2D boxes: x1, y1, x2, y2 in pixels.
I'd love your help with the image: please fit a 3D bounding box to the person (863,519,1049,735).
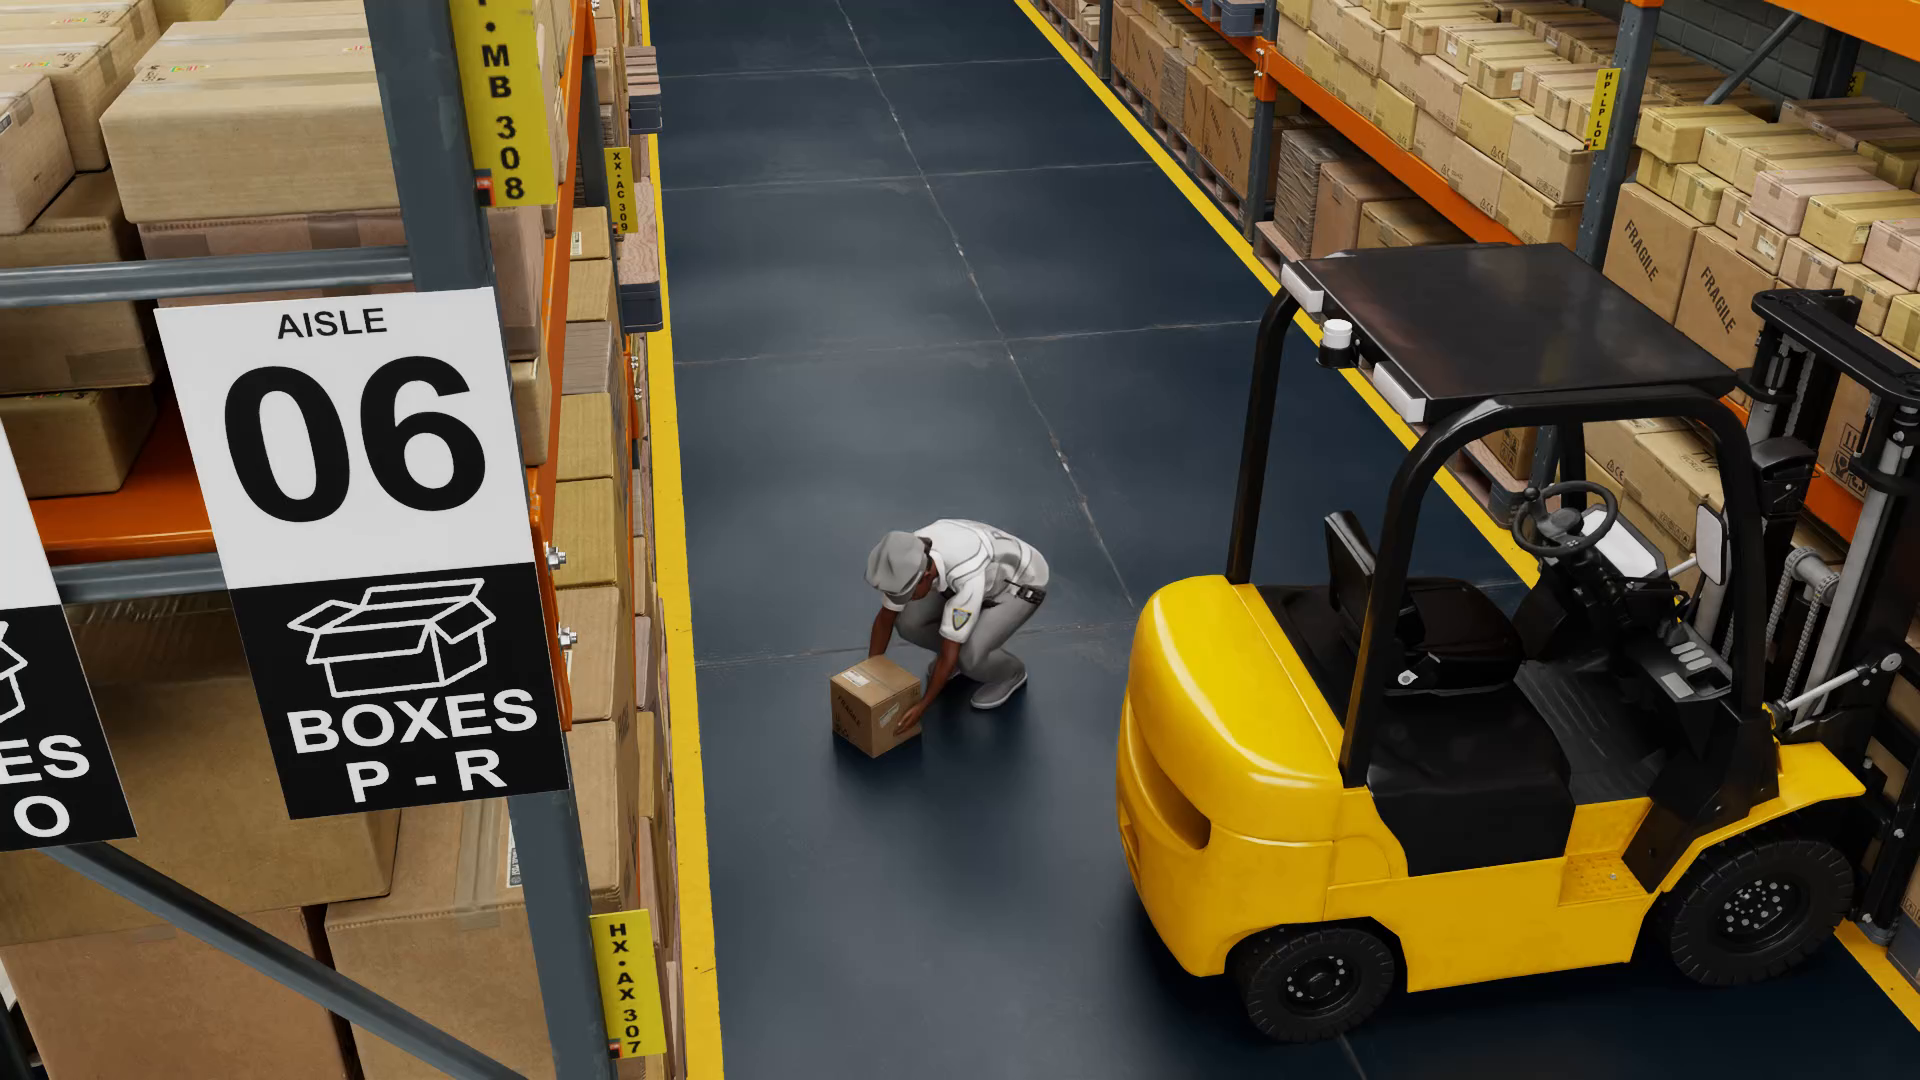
[{"bbox_3d":[-0.029,0.254,6.479,0.870,0.881,0.478,-25,39,-36],"label":"person"}]
